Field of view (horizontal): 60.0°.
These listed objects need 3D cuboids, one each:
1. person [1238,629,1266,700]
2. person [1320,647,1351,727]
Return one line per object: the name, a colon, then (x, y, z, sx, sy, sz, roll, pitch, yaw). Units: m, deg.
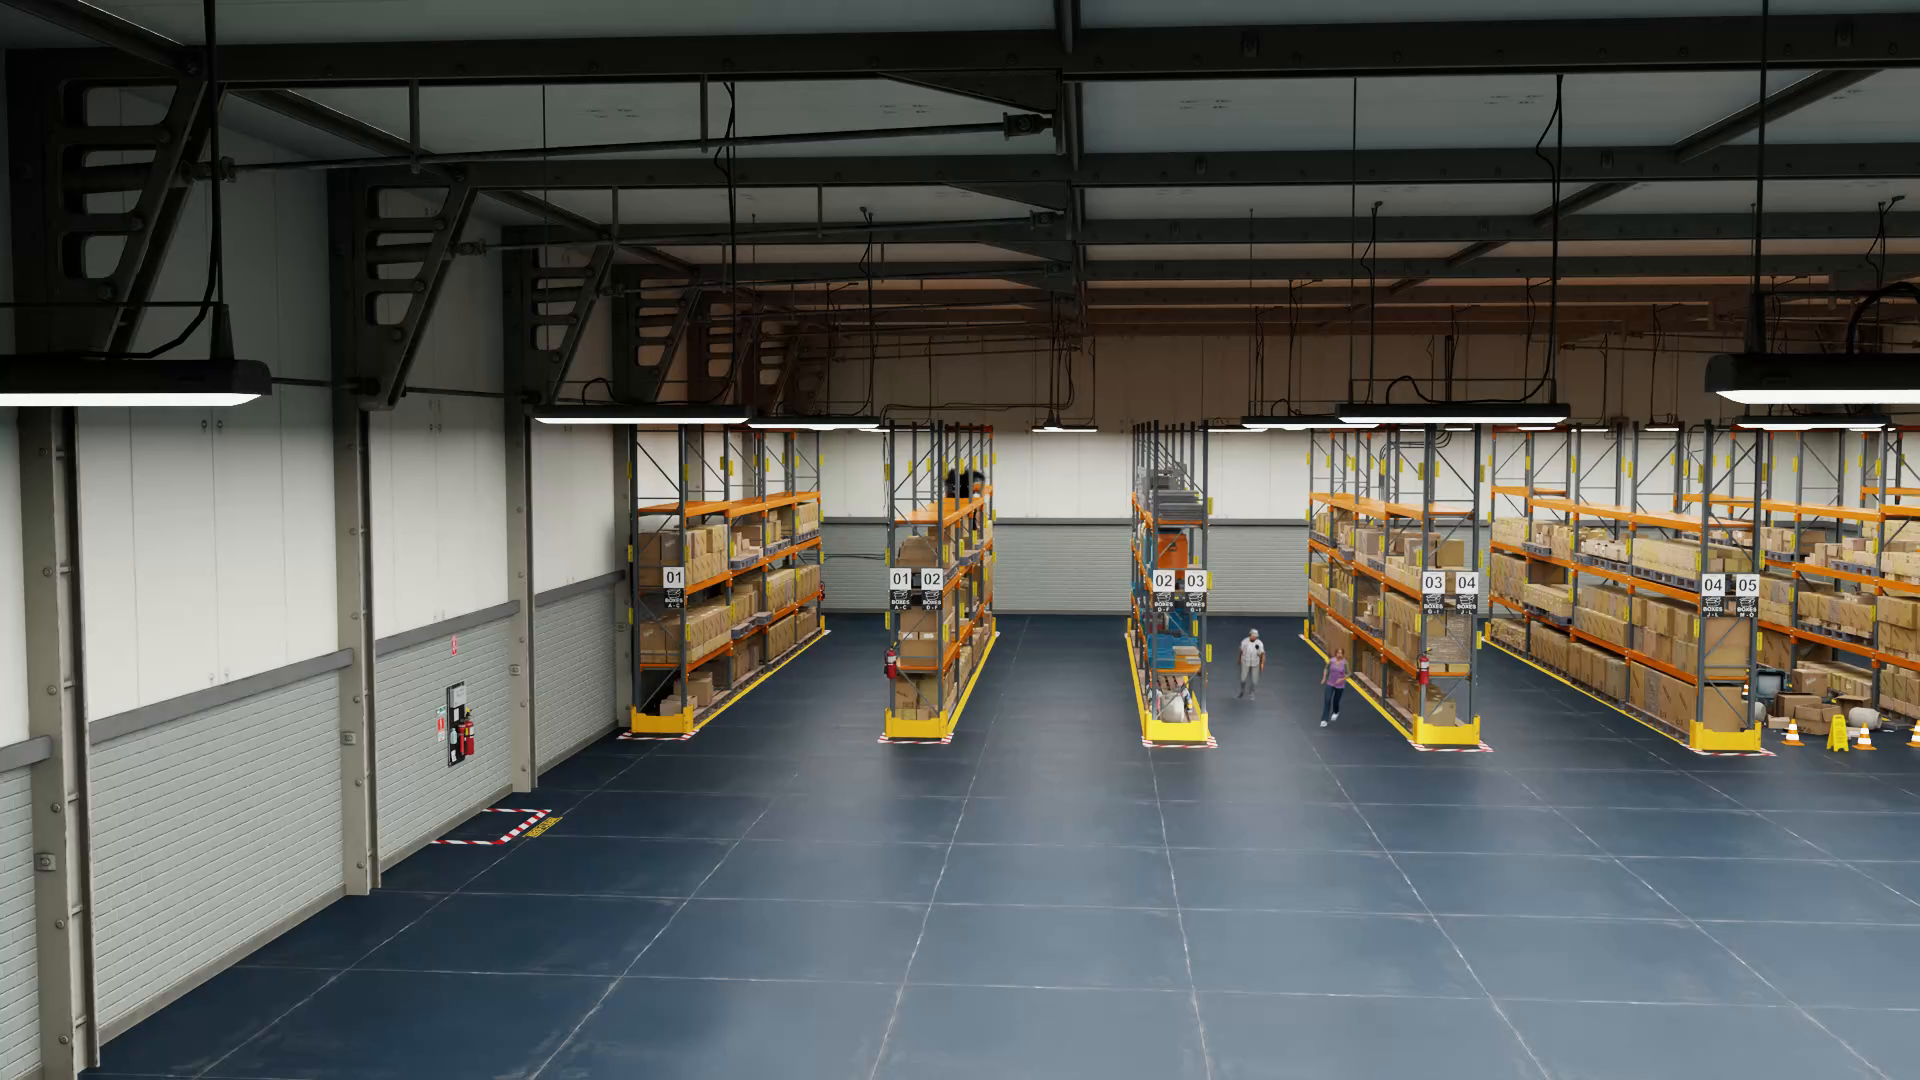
person: (6.252, 2.666, 35.643, 0.573, 1.573, 0.660, 0, 4, 7)
person: (7.359, 2.847, 32.523, 0.583, 1.534, 0.940, 1, 4, 21)
